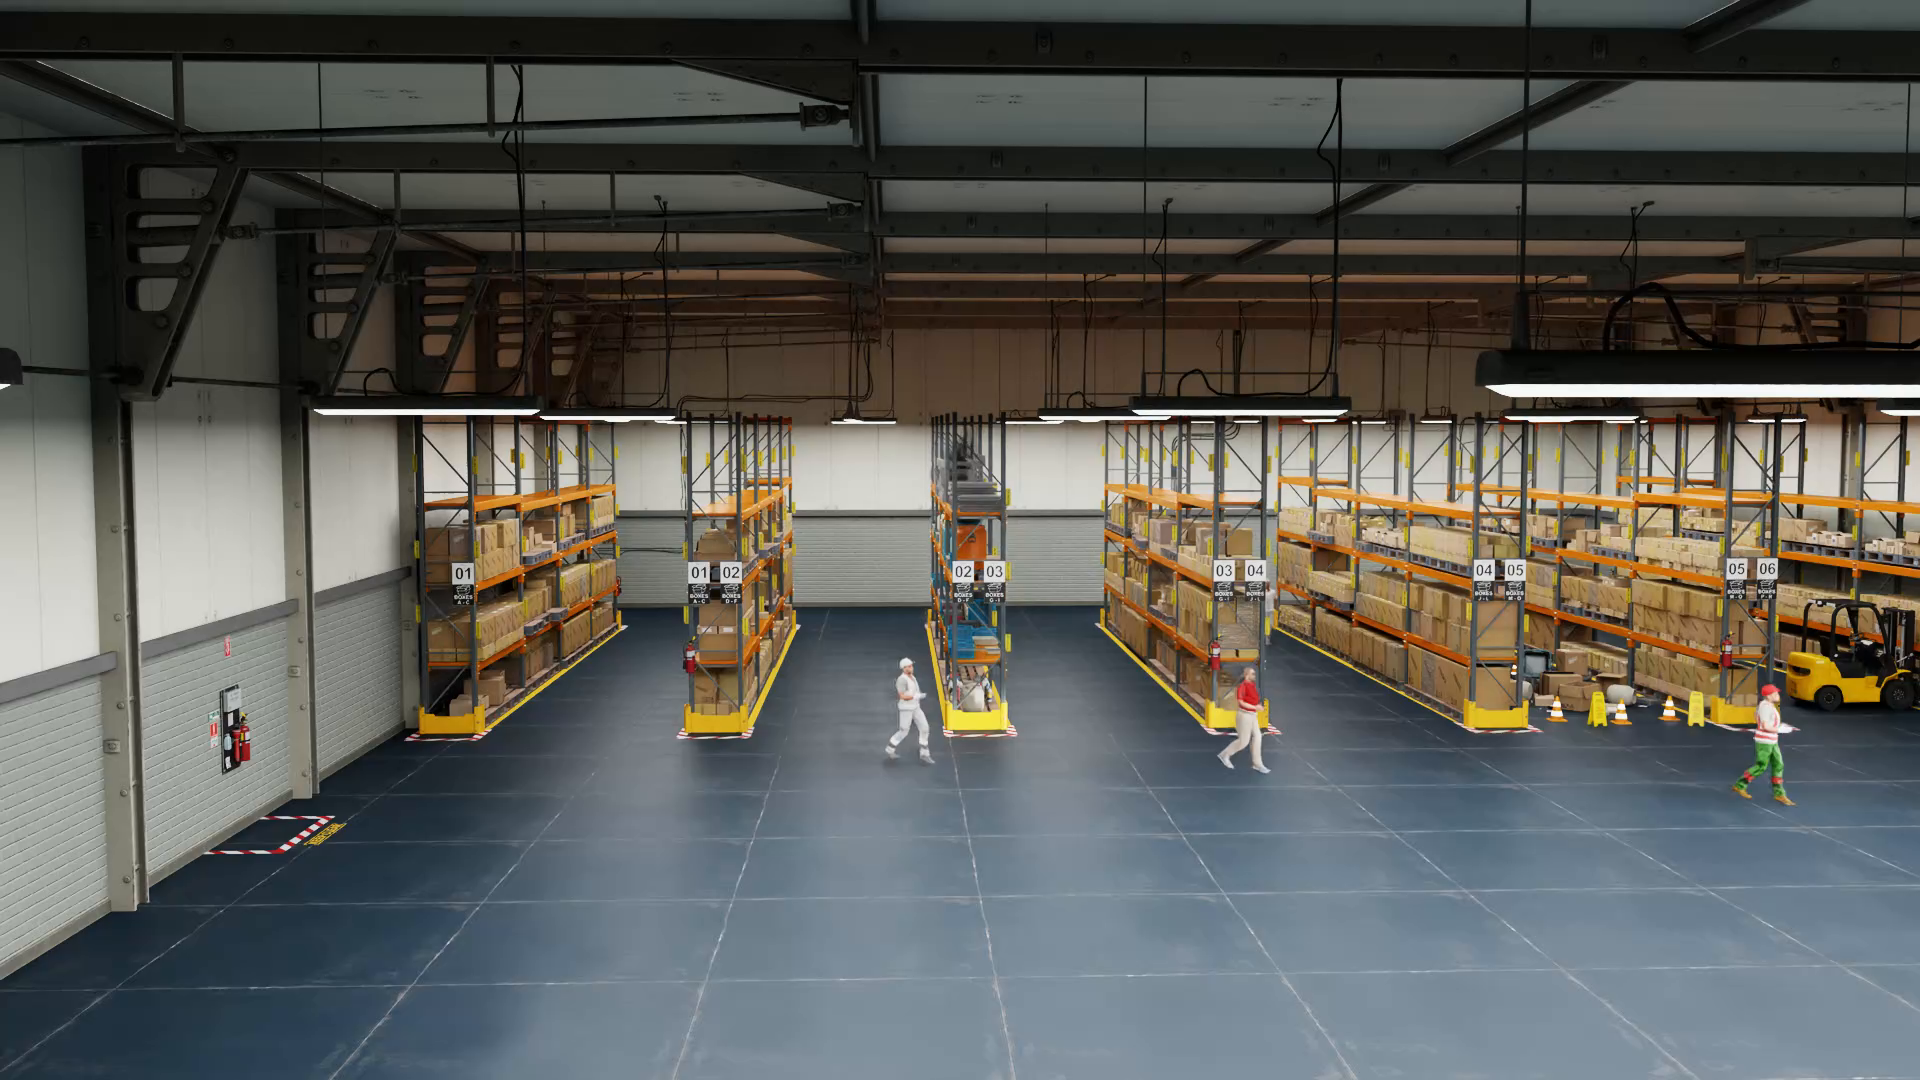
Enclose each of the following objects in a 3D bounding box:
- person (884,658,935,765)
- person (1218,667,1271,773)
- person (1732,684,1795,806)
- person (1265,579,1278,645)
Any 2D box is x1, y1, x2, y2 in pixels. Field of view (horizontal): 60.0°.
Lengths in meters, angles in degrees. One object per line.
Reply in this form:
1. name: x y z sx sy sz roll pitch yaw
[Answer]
1. person: -0.851 2.911 28.316 0.893 1.812 0.669 2 4 28
2. person: 4.740 2.985 27.617 0.867 1.755 0.686 2 4 26
3. person: 12.258 3.102 25.280 0.824 1.829 0.684 3 5 34
4. person: 8.078 1.878 43.903 0.687 1.735 0.741 -1 4 -8
